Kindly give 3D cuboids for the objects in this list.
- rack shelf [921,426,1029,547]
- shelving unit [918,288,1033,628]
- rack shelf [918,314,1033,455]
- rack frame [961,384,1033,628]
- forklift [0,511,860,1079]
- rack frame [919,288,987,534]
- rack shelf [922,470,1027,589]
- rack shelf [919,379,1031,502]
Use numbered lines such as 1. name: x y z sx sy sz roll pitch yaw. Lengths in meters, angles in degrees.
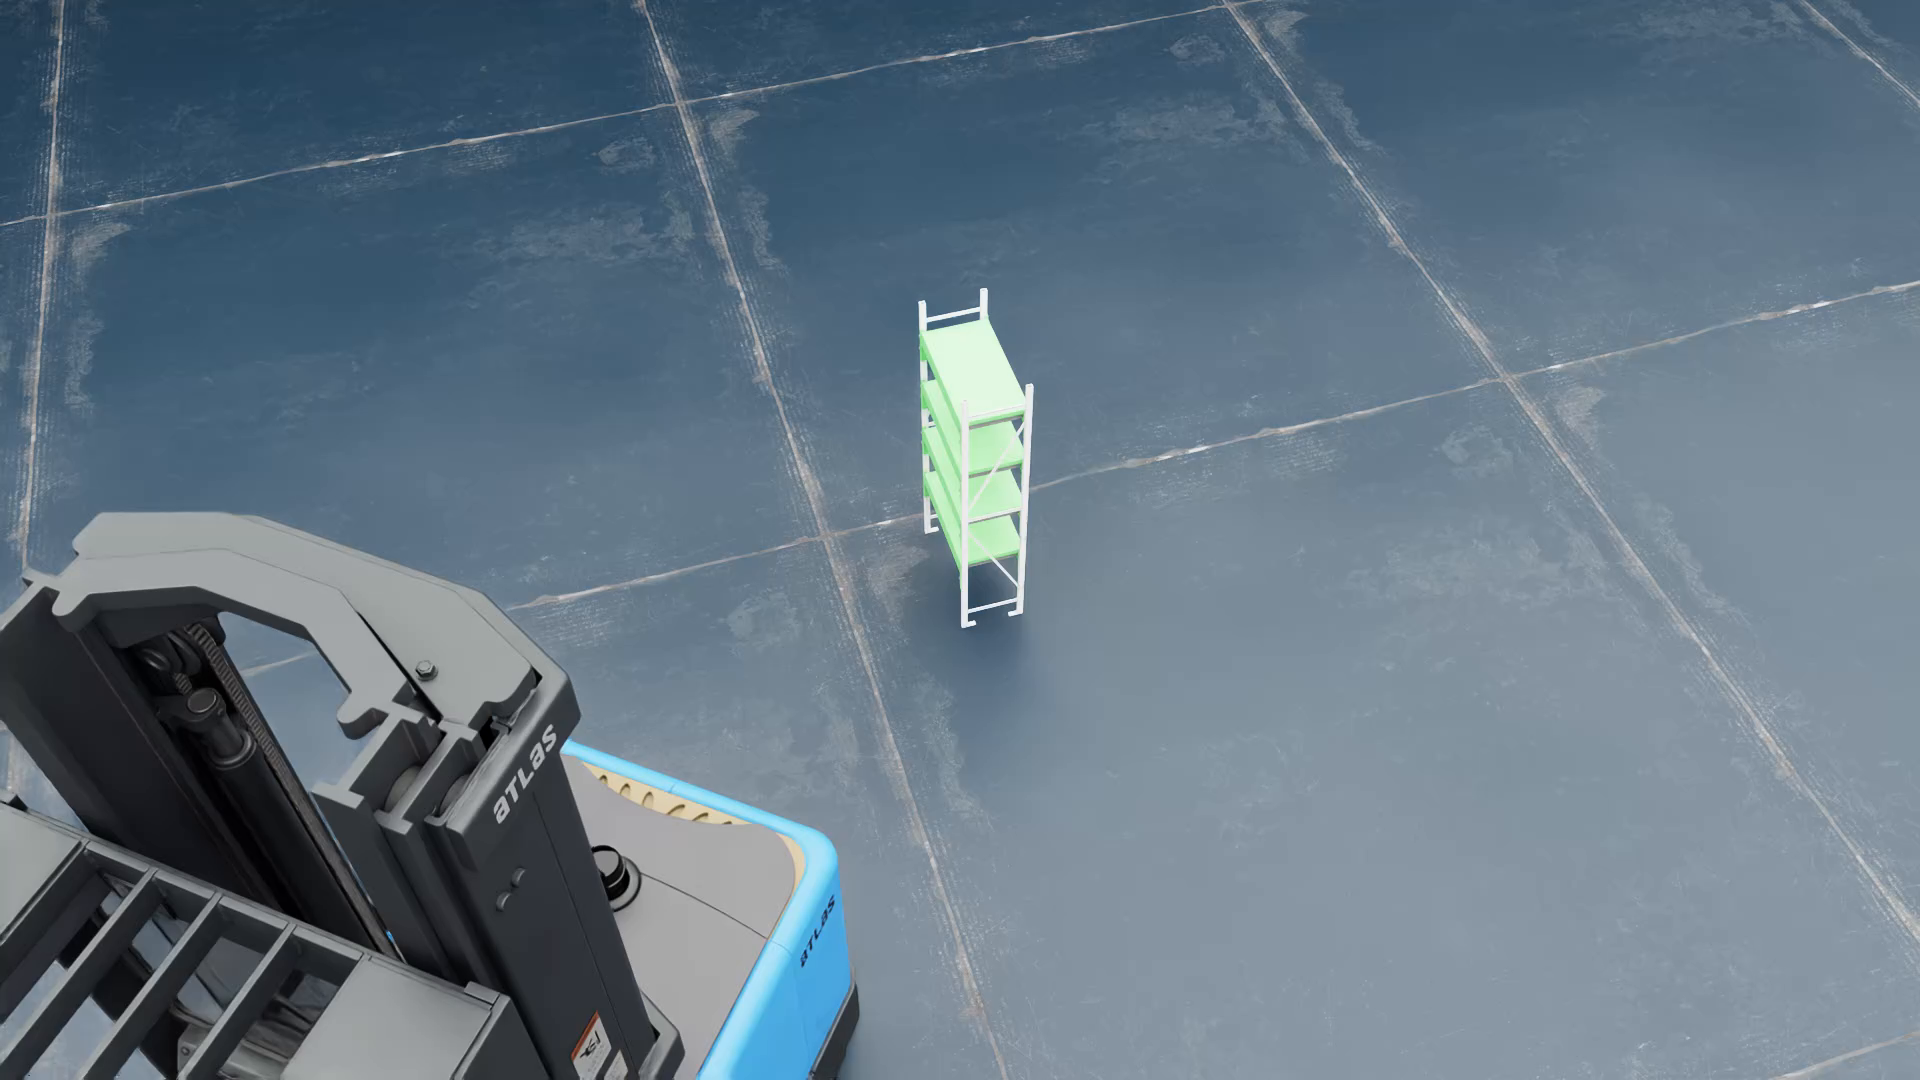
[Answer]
1. rack shelf: 0.049 -0.225 6.028 0.258 0.148 0.480 -13 51 -11
2. shelving unit: 0.049 -0.266 5.979 0.258 1.200 0.503 -13 51 -11
3. rack shelf: 0.049 -0.534 5.661 0.258 0.148 0.480 -13 51 -11
4. rack frame: 0.121 -0.088 5.829 0.240 1.200 0.015 -13 51 -11
5. forklift: -1.337 1.457 3.395 1.130 2.935 3.031 17 52 14
6. rack frame: -0.023 -0.444 6.129 0.240 1.200 0.015 -13 51 -11
7. rack shelf: 0.049 -0.070 6.211 0.258 0.148 0.480 -13 51 -11
8. rack shelf: 0.049 -0.379 5.844 0.258 0.148 0.480 -13 51 -11
